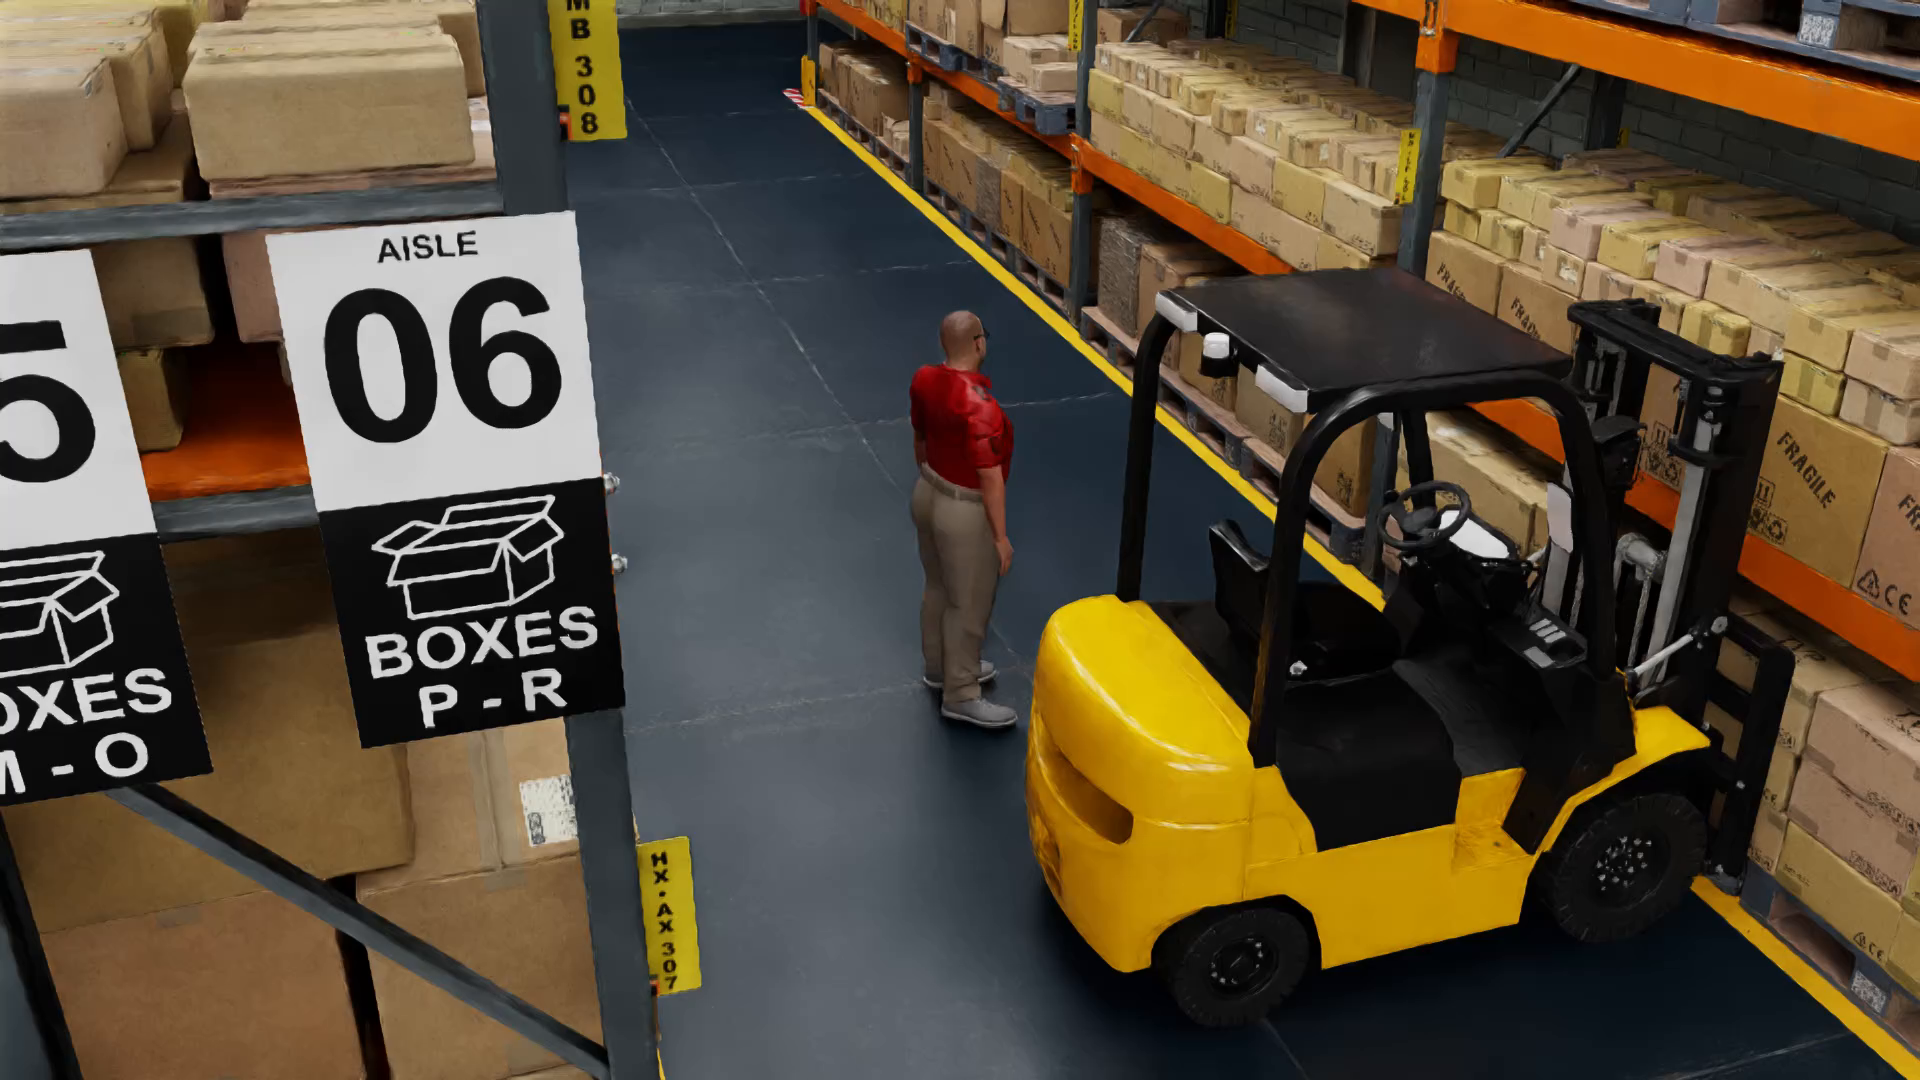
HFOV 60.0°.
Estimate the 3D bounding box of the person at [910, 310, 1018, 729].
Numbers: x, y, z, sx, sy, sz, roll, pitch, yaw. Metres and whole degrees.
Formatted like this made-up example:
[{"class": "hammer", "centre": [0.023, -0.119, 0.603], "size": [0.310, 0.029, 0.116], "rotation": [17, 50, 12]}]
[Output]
[{"class": "person", "centre": [0.031, -0.104, 6.791], "size": [0.388, 1.740, 0.615], "rotation": [-15, 30, -27]}]
